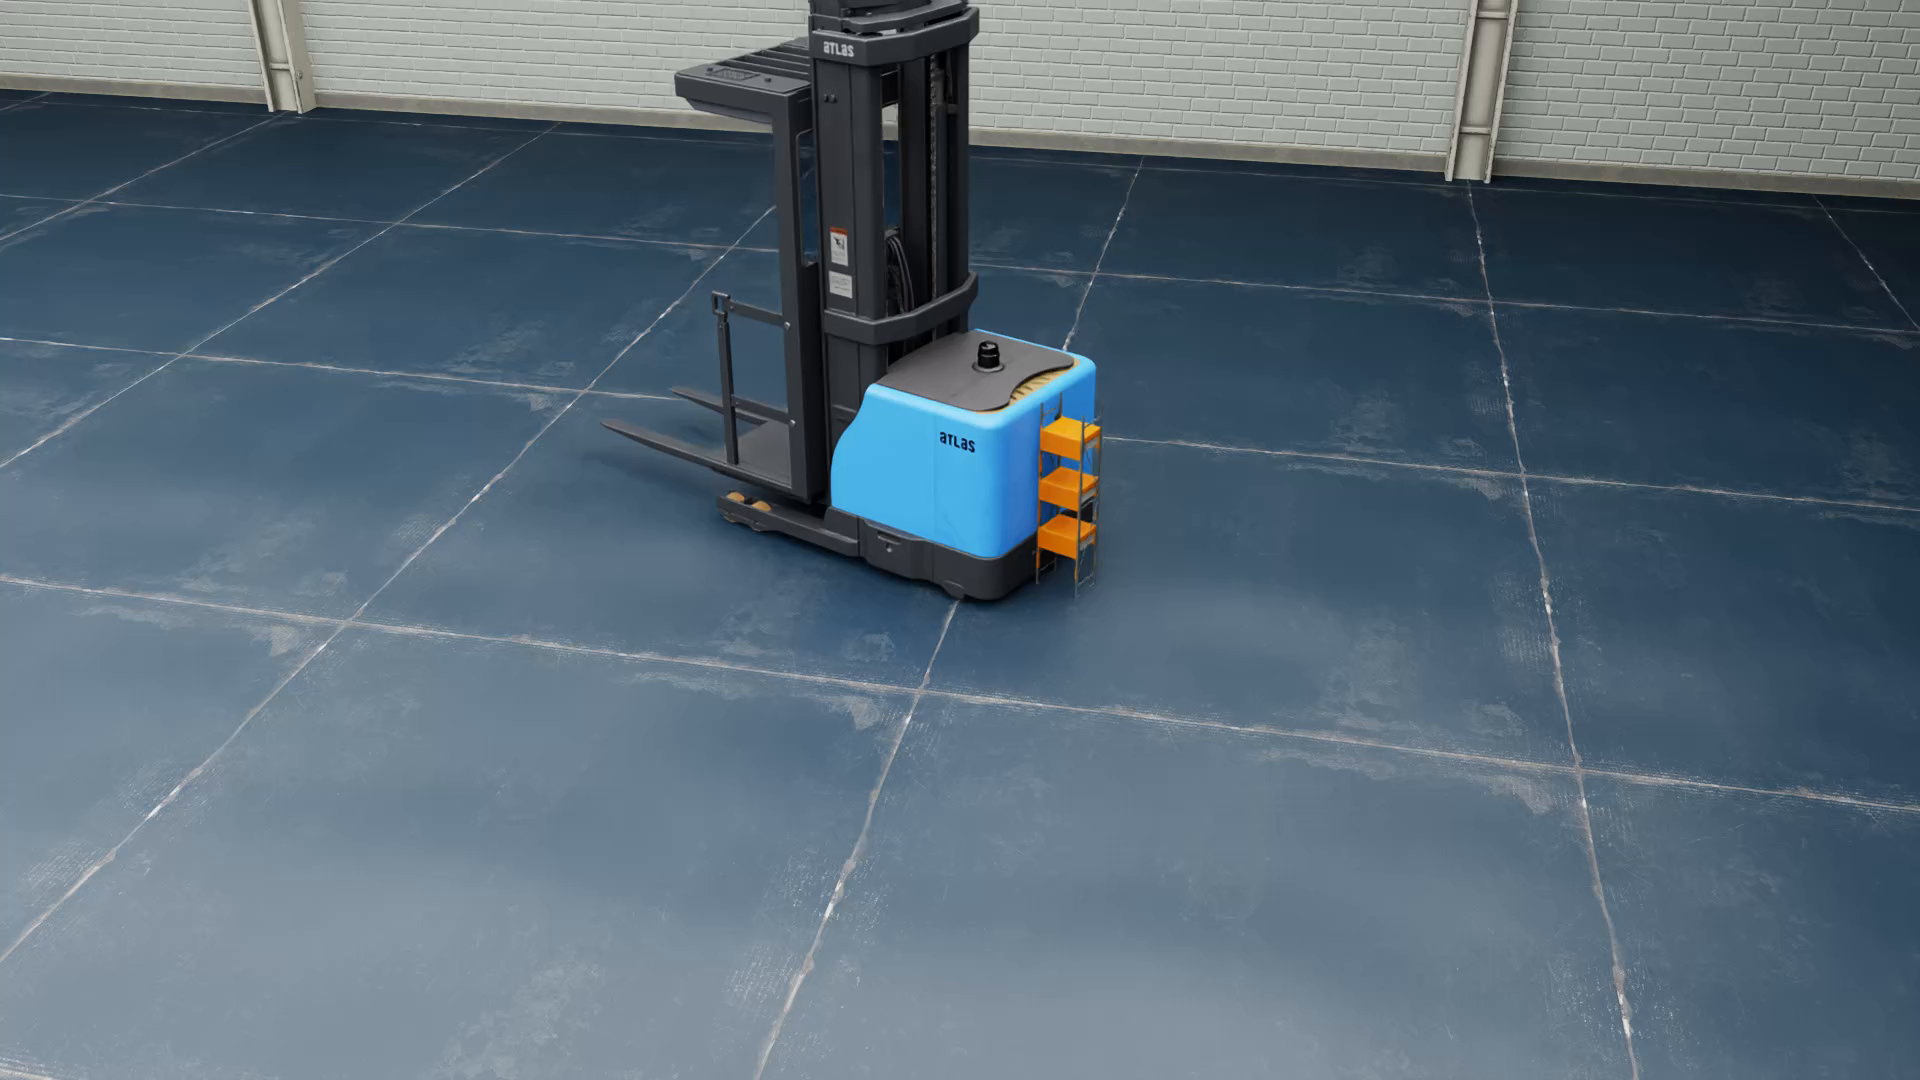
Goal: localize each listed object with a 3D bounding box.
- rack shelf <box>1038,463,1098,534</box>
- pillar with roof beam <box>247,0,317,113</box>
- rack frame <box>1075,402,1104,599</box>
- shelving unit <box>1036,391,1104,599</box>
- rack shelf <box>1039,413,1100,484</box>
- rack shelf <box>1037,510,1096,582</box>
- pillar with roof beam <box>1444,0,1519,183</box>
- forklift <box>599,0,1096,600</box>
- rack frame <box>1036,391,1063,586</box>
[{"bbox_3d":[0.561,-0.215,8.571,0.240,0.259,0.215,19,34,30],"label":"rack shelf"},{"bbox_3d":[-7.944,-6.485,11.724,0.400,9.000,9.100,6,29,11],"label":"pillar with roof beam"},{"bbox_3d":[0.661,-0.190,8.504,0.008,1.050,0.200,19,34,30],"label":"rack frame"},{"bbox_3d":[0.561,-0.224,8.566,0.252,1.050,0.215,19,34,30],"label":"shelving unit"},{"bbox_3d":[0.561,-0.464,8.435,0.240,0.259,0.215,19,34,30],"label":"rack shelf"},{"bbox_3d":[0.561,0.029,8.704,0.240,0.259,0.215,19,34,30],"label":"rack shelf"},{"bbox_3d":[3.792,-5.282,9.526,0.400,9.000,9.100,6,29,11],"label":"pillar with roof beam"},{"bbox_3d":[-0.764,-1.519,8.973,3.031,2.935,1.130,19,34,30],"label":"forklift"},{"bbox_3d":[0.462,-0.258,8.628,0.008,1.050,0.200,19,34,30],"label":"rack frame"}]
